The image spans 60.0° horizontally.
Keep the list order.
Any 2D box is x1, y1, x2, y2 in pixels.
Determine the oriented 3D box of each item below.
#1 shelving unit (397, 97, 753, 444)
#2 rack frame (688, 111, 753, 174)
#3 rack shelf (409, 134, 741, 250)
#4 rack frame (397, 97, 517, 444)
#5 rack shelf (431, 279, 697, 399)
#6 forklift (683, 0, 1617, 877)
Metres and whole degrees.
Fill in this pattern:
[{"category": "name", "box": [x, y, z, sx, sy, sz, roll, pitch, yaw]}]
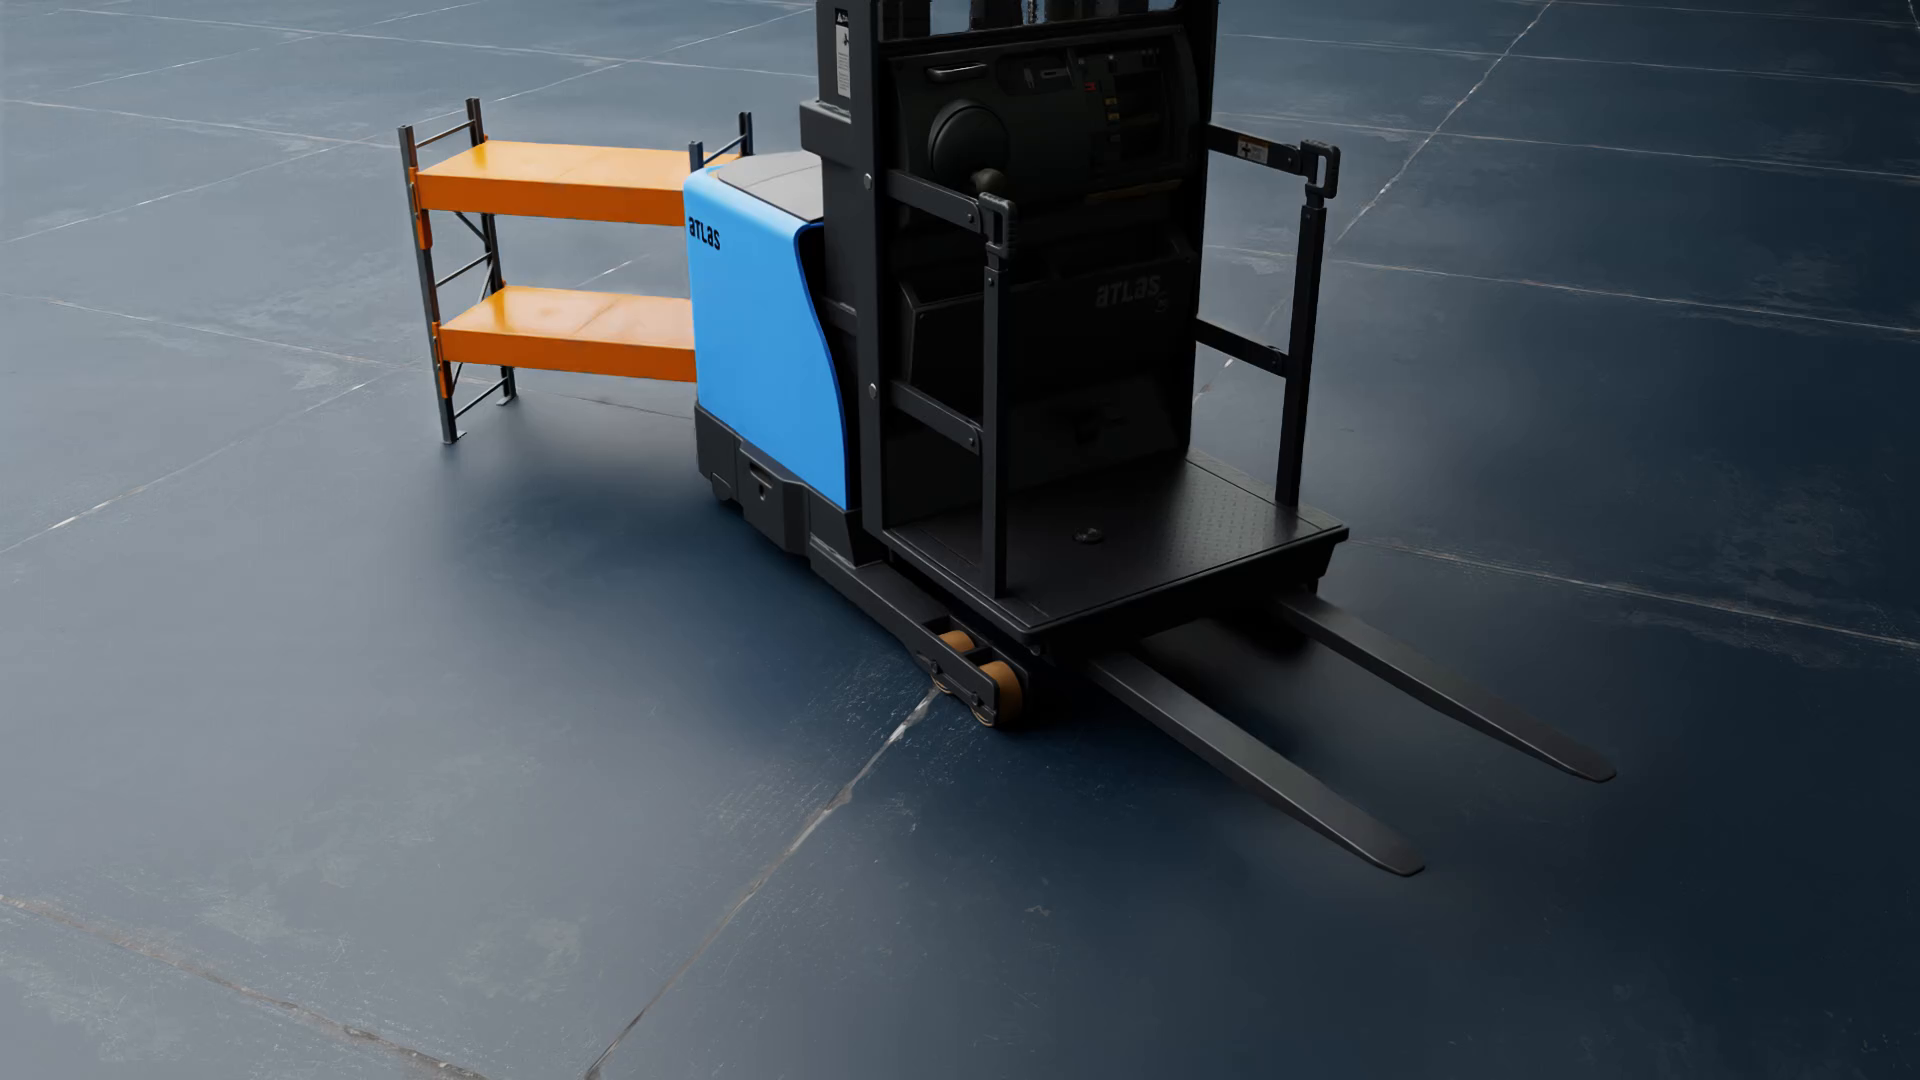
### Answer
[{"category": "shelving unit", "box": [-1.279, -0.903, 5.811, 1.048, 1.125, 0.538, 6, 27, 12]}, {"category": "rack frame", "box": [-0.785, -0.851, 5.706, 0.032, 1.125, 0.500, 6, 27, 12]}, {"category": "rack shelf", "box": [-1.279, -1.166, 5.682, 1.000, 0.278, 0.538, 6, 27, 12]}, {"category": "rack frame", "box": [-1.774, -0.955, 5.917, 0.032, 1.125, 0.500, 6, 27, 12]}, {"category": "rack shelf", "box": [-1.279, -0.684, 5.919, 1.000, 0.278, 0.538, 6, 27, 12]}, {"category": "forklift", "box": [0.353, -1.075, 4.115, 1.130, 2.935, 3.031, -16, 30, -29]}]
